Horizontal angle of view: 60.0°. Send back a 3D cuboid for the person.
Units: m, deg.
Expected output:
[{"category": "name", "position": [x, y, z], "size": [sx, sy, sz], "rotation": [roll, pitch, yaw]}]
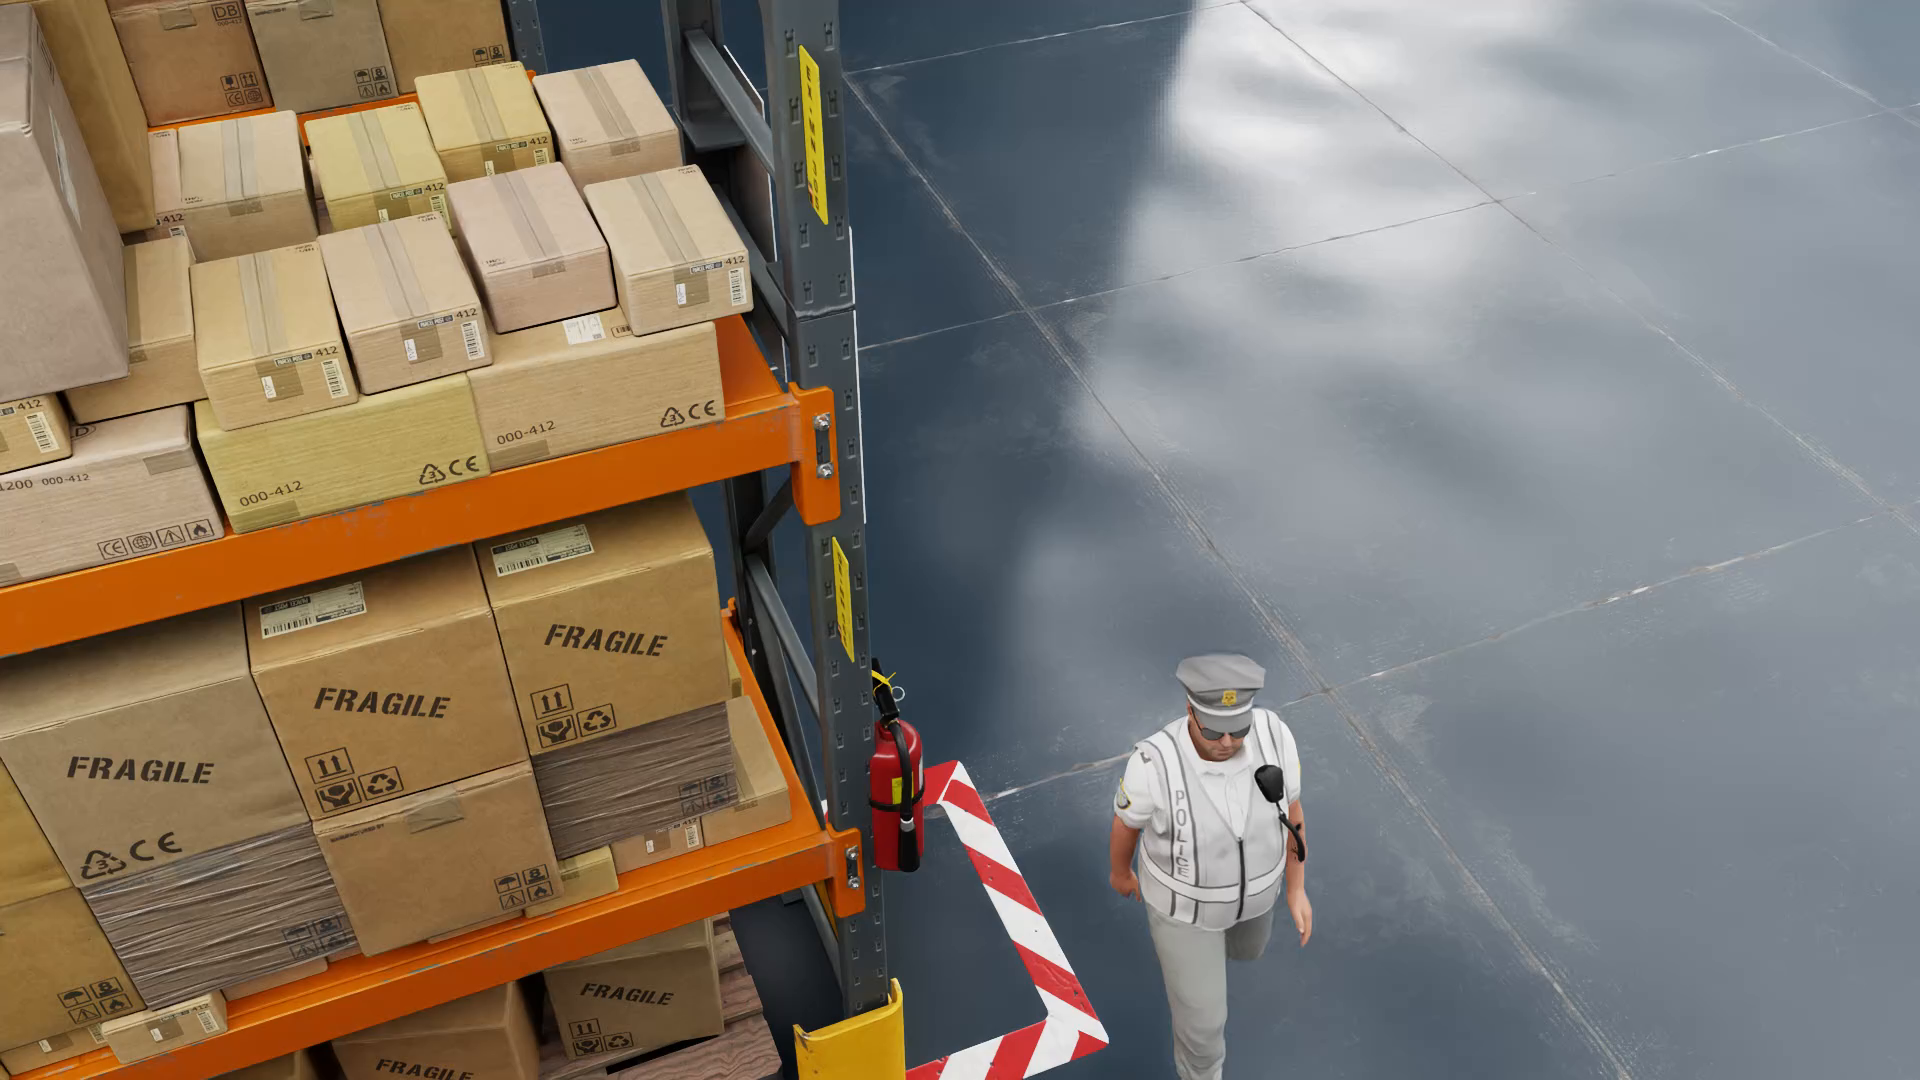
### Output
[{"category": "person", "position": [0.750, 1.013, 4.987], "size": [0.540, 1.714, 0.938], "rotation": [-14, 43, -16]}]
